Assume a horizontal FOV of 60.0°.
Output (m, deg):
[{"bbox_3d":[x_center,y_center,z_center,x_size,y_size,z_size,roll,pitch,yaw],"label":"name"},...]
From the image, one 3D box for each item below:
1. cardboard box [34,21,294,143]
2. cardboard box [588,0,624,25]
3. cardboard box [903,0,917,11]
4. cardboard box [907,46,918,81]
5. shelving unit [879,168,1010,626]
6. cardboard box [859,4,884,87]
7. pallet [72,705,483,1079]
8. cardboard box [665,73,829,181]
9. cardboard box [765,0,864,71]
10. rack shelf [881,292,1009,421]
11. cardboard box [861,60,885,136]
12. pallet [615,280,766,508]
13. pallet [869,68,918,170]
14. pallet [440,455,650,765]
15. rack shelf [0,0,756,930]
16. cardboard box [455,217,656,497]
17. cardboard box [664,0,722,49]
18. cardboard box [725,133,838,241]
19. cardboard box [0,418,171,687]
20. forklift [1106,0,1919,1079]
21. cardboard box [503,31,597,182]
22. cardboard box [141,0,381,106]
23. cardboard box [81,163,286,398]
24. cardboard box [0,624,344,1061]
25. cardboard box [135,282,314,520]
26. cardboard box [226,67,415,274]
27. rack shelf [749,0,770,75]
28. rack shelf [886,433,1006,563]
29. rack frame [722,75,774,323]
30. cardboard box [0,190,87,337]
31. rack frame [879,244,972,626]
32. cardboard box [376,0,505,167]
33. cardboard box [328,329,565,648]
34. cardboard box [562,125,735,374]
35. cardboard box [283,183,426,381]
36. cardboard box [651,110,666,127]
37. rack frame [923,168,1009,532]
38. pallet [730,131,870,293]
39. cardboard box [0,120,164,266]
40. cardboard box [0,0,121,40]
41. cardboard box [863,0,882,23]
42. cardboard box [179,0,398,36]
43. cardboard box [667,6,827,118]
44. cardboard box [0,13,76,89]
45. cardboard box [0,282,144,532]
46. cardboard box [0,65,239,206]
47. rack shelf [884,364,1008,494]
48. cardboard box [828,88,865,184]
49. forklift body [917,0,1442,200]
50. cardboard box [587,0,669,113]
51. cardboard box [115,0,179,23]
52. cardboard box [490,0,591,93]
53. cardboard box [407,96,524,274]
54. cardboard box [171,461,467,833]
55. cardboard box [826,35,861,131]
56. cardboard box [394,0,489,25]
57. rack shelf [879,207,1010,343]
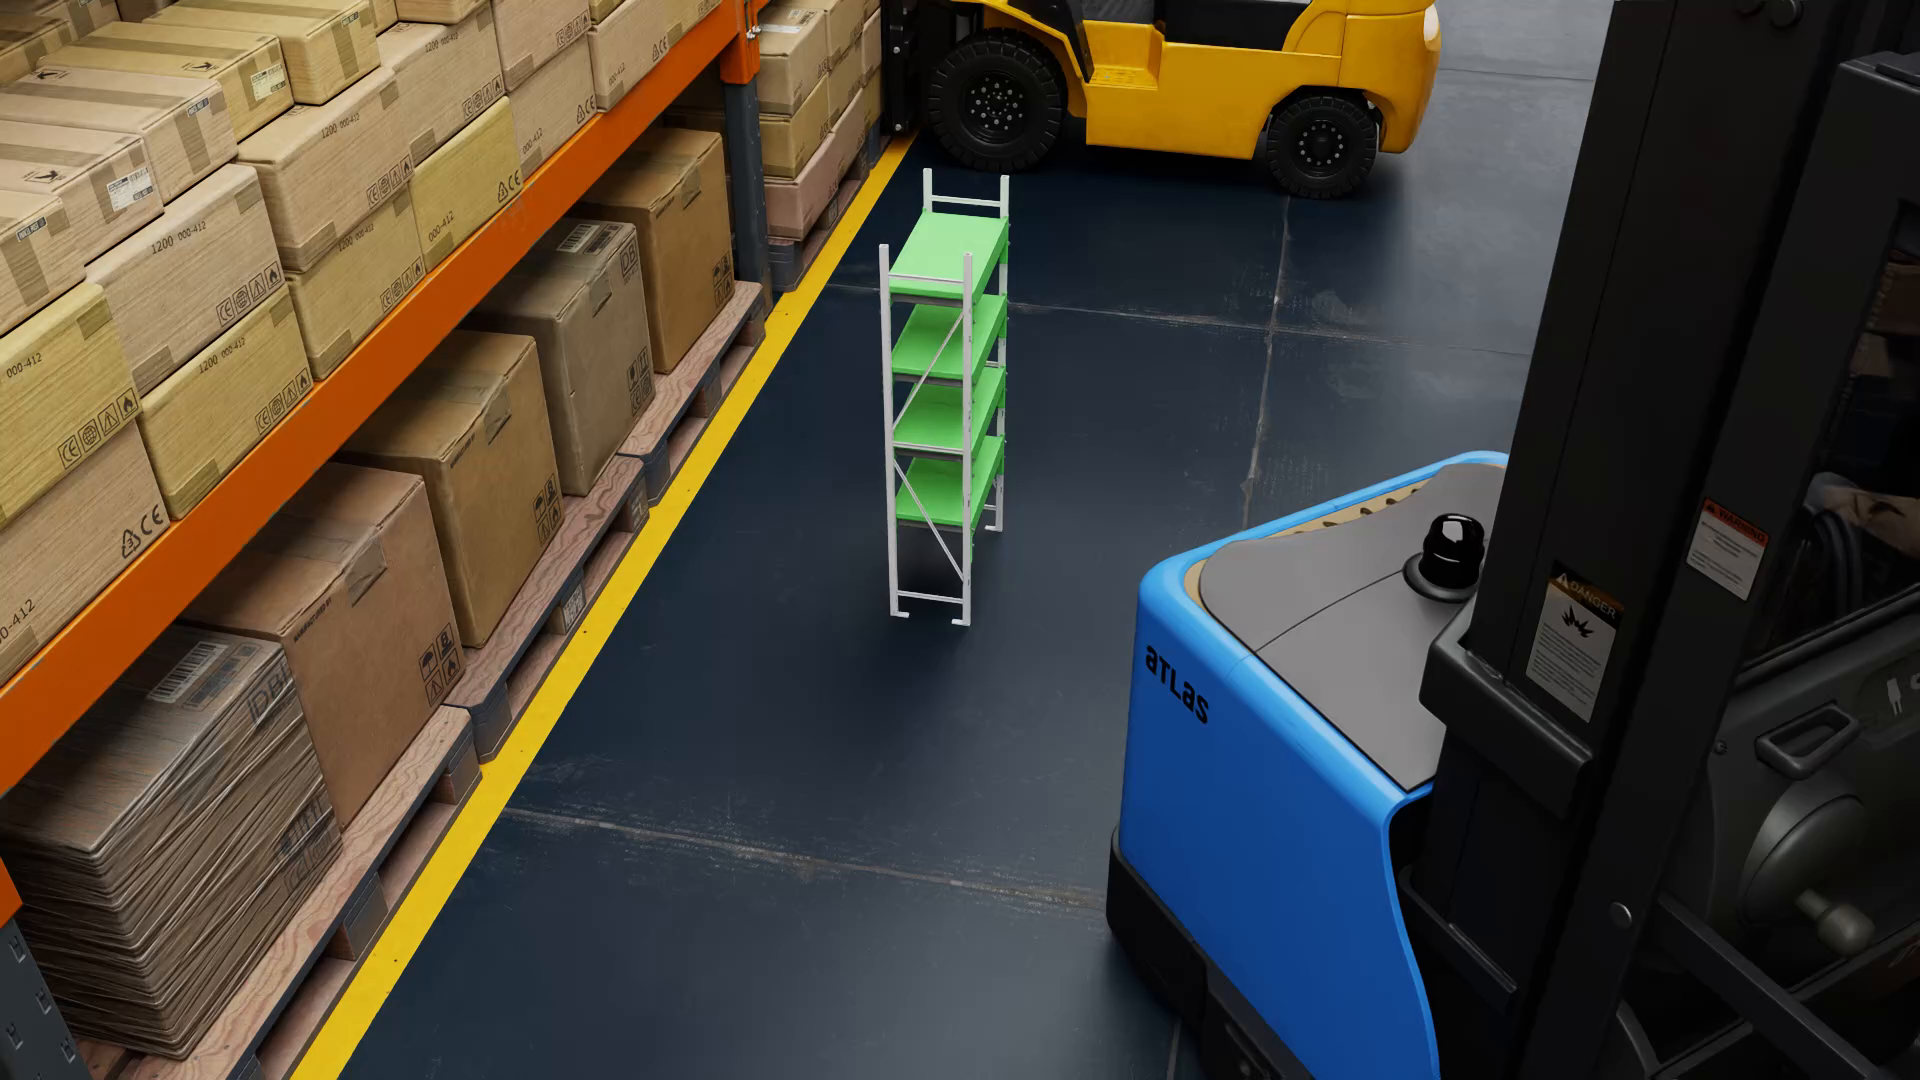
[{"bbox_3d":[-1.574,-0.906,3.306,0.380,0.149,0.250,8,37,10],"label":"cardboard box"},{"bbox_3d":[-1.187,-1.679,4.713,0.500,0.250,0.500,6,36,9],"label":"cardboard box"},{"bbox_3d":[-0.491,-2.510,7.716,0.500,0.250,0.500,7,37,10],"label":"cardboard box"},{"bbox_3d":[-0.487,-2.318,7.877,0.500,0.250,0.500,8,37,11],"label":"cardboard box"},{"bbox_3d":[-0.035,-0.391,4.767,0.258,1.200,0.503,7,37,10],"label":"shelving unit"},{"bbox_3d":[-0.600,-2.221,7.317,0.500,0.250,0.500,7,37,10],"label":"cardboard box"},{"bbox_3d":[-1.870,0.808,3.955,1.003,0.211,1.213,7,37,10],"label":"pallet"},{"bbox_3d":[-0.825,-1.645,6.523,0.500,0.250,0.500,7,37,10],"label":"cardboard box"},{"bbox_3d":[-0.700,-2.139,6.778,0.500,0.250,0.500,7,37,10],"label":"cardboard box"},{"bbox_3d":[-0.035,-0.534,4.664,0.258,0.148,0.480,7,37,10],"label":"rack shelf"},{"bbox_3d":[-0.615,-2.029,7.479,0.500,0.250,0.500,8,37,11],"label":"cardboard box"},{"bbox_3d":[-1.349,-0.591,5.885,1.003,0.211,1.213,7,37,10],"label":"pallet"},{"bbox_3d":[-0.760,-2.170,8.065,1.003,0.211,1.213,7,37,10],"label":"pallet"},{"bbox_3d":[-1.607,0.111,4.917,1.003,0.211,1.213,7,37,10],"label":"pallet"},{"bbox_3d":[-1.657,-0.709,4.286,1.077,0.370,4.000,7,37,10],"label":"rack shelf"},{"bbox_3d":[-1.503,-0.611,5.203,0.875,0.625,0.625,7,37,9],"label":"cardboard box"},{"bbox_3d":[-1.081,-1.765,5.257,0.500,0.250,0.500,8,37,11],"label":"cardboard box"},{"bbox_3d":[-0.803,-1.440,6.666,0.500,0.250,0.500,8,37,10],"label":"cardboard box"},{"bbox_3d":[-1.750,-0.017,2.845,0.500,0.250,0.500,7,37,10],"label":"cardboard box"},{"bbox_3d":[1.504,0.353,2.266,1.130,2.935,3.031,-18,40,-23],"label":"forklift"},{"bbox_3d":[-1.319,-1.195,4.470,0.500,0.250,0.500,8,37,10],"label":"cardboard box"},{"bbox_3d":[-1.463,-1.044,3.497,0.380,0.149,0.250,8,37,11],"label":"cardboard box"},{"bbox_3d":[-1.642,-0.506,3.094,0.500,0.250,0.500,8,37,11],"label":"cardboard box"},{"bbox_3d":[-1.937,0.582,3.557,0.875,0.625,0.625,8,37,11],"label":"cardboard box"},{"bbox_3d":[-1.638,-0.305,3.242,0.500,0.250,0.500,7,36,9],"label":"cardboard box"},{"bbox_3d":[-1.513,-0.804,3.505,0.500,0.250,0.500,6,36,9],"label":"cardboard box"},{"bbox_3d":[-0.802,-3.002,7.450,1.077,0.370,4.000,7,37,10],"label":"rack shelf"},{"bbox_3d":[-0.035,-0.145,4.945,0.258,0.148,0.480,7,37,10],"label":"rack shelf"},{"bbox_3d":[-1.229,-2.147,5.656,1.000,3.000,0.127,7,37,10],"label":"rack frame"},{"bbox_3d":[-1.672,-0.456,2.685,0.380,0.149,0.250,8,37,11],"label":"cardboard box"},{"bbox_3d":[-0.087,-0.251,4.574,0.240,1.200,0.015,7,37,10],"label":"rack frame"},{"bbox_3d":[-1.428,-1.100,3.914,0.500,0.250,0.500,8,37,11],"label":"cardboard box"},{"bbox_3d":[-1.662,-0.180,4.608,0.875,0.625,0.625,6,36,8],"label":"cardboard box"},{"bbox_3d":[-1.330,-1.055,5.815,0.875,0.625,0.625,9,37,12],"label":"cardboard box"},{"bbox_3d":[-1.535,-0.601,3.651,0.500,0.250,0.500,6,36,8],"label":"cardboard box"},{"bbox_3d":[-1.326,-1.711,6.614,0.500,0.250,0.500,7,36,9],"label":"cardboard box"},{"bbox_3d":[0.017,-0.531,4.960,0.240,1.200,0.015,7,37,10],"label":"rack frame"},{"bbox_3d":[-1.019,-1.469,7.097,1.003,0.211,1.213,7,37,10],"label":"pallet"},{"bbox_3d":[-1.642,-0.607,2.893,0.380,0.149,0.250,8,37,11],"label":"cardboard box"},{"bbox_3d":[-2.063,-1.117,3.597,0.380,0.149,0.250,7,36,9],"label":"cardboard box"},{"bbox_3d":[-0.605,-2.425,7.173,0.500,0.250,0.500,9,37,12],"label":"cardboard box"},{"bbox_3d":[-1.501,-1.205,3.719,0.380,0.149,0.250,7,37,10],"label":"cardboard box"},{"bbox_3d":[-0.820,-1.847,6.375,0.500,0.250,0.500,7,36,9],"label":"cardboard box"},{"bbox_3d":[-2.034,-0.963,3.385,0.380,0.149,0.250,7,37,10],"label":"cardboard box"},{"bbox_3d":[-1.726,-0.216,2.694,0.500,0.250,0.500,7,37,10],"label":"cardboard box"},{"bbox_3d":[-1.599,-0.758,3.102,0.380,0.149,0.250,8,37,10],"label":"cardboard box"},{"bbox_3d":[-0.035,-0.339,4.804,0.258,0.148,0.480,7,37,10],"label":"rack shelf"},{"bbox_3d":[-0.709,-1.733,7.070,0.500,0.250,0.500,7,36,9],"label":"cardboard box"},{"bbox_3d":[1.002,-2.781,7.254,2.313,2.155,1.214,7,37,10],"label":"forklift body"},{"bbox_3d":[-1.183,-1.476,4.858,0.500,0.250,0.500,7,37,10],"label":"cardboard box"},{"bbox_3d":[-1.903,-1.252,3.783,0.380,0.149,0.250,8,37,11],"label":"cardboard box"},{"bbox_3d":[-1.302,-1.387,4.310,0.500,0.250,0.500,8,37,11],"label":"cardboard box"},{"bbox_3d":[-1.422,-0.898,4.061,0.500,0.250,0.500,8,37,11],"label":"cardboard box"},{"bbox_3d":[-1.805,0.206,4.075,0.875,0.625,0.625,8,37,11],"label":"cardboard box"},{"bbox_3d":[-0.719,-1.934,6.921,0.500,0.250,0.500,7,37,10],"label":"cardboard box"},{"bbox_3d":[-1.310,-1.329,3.889,0.380,0.149,0.250,6,36,9],"label":"cardboard box"},{"bbox_3d":[-0.035,-0.728,4.523,0.258,0.148,0.480,7,37,10],"label":"rack shelf"}]
